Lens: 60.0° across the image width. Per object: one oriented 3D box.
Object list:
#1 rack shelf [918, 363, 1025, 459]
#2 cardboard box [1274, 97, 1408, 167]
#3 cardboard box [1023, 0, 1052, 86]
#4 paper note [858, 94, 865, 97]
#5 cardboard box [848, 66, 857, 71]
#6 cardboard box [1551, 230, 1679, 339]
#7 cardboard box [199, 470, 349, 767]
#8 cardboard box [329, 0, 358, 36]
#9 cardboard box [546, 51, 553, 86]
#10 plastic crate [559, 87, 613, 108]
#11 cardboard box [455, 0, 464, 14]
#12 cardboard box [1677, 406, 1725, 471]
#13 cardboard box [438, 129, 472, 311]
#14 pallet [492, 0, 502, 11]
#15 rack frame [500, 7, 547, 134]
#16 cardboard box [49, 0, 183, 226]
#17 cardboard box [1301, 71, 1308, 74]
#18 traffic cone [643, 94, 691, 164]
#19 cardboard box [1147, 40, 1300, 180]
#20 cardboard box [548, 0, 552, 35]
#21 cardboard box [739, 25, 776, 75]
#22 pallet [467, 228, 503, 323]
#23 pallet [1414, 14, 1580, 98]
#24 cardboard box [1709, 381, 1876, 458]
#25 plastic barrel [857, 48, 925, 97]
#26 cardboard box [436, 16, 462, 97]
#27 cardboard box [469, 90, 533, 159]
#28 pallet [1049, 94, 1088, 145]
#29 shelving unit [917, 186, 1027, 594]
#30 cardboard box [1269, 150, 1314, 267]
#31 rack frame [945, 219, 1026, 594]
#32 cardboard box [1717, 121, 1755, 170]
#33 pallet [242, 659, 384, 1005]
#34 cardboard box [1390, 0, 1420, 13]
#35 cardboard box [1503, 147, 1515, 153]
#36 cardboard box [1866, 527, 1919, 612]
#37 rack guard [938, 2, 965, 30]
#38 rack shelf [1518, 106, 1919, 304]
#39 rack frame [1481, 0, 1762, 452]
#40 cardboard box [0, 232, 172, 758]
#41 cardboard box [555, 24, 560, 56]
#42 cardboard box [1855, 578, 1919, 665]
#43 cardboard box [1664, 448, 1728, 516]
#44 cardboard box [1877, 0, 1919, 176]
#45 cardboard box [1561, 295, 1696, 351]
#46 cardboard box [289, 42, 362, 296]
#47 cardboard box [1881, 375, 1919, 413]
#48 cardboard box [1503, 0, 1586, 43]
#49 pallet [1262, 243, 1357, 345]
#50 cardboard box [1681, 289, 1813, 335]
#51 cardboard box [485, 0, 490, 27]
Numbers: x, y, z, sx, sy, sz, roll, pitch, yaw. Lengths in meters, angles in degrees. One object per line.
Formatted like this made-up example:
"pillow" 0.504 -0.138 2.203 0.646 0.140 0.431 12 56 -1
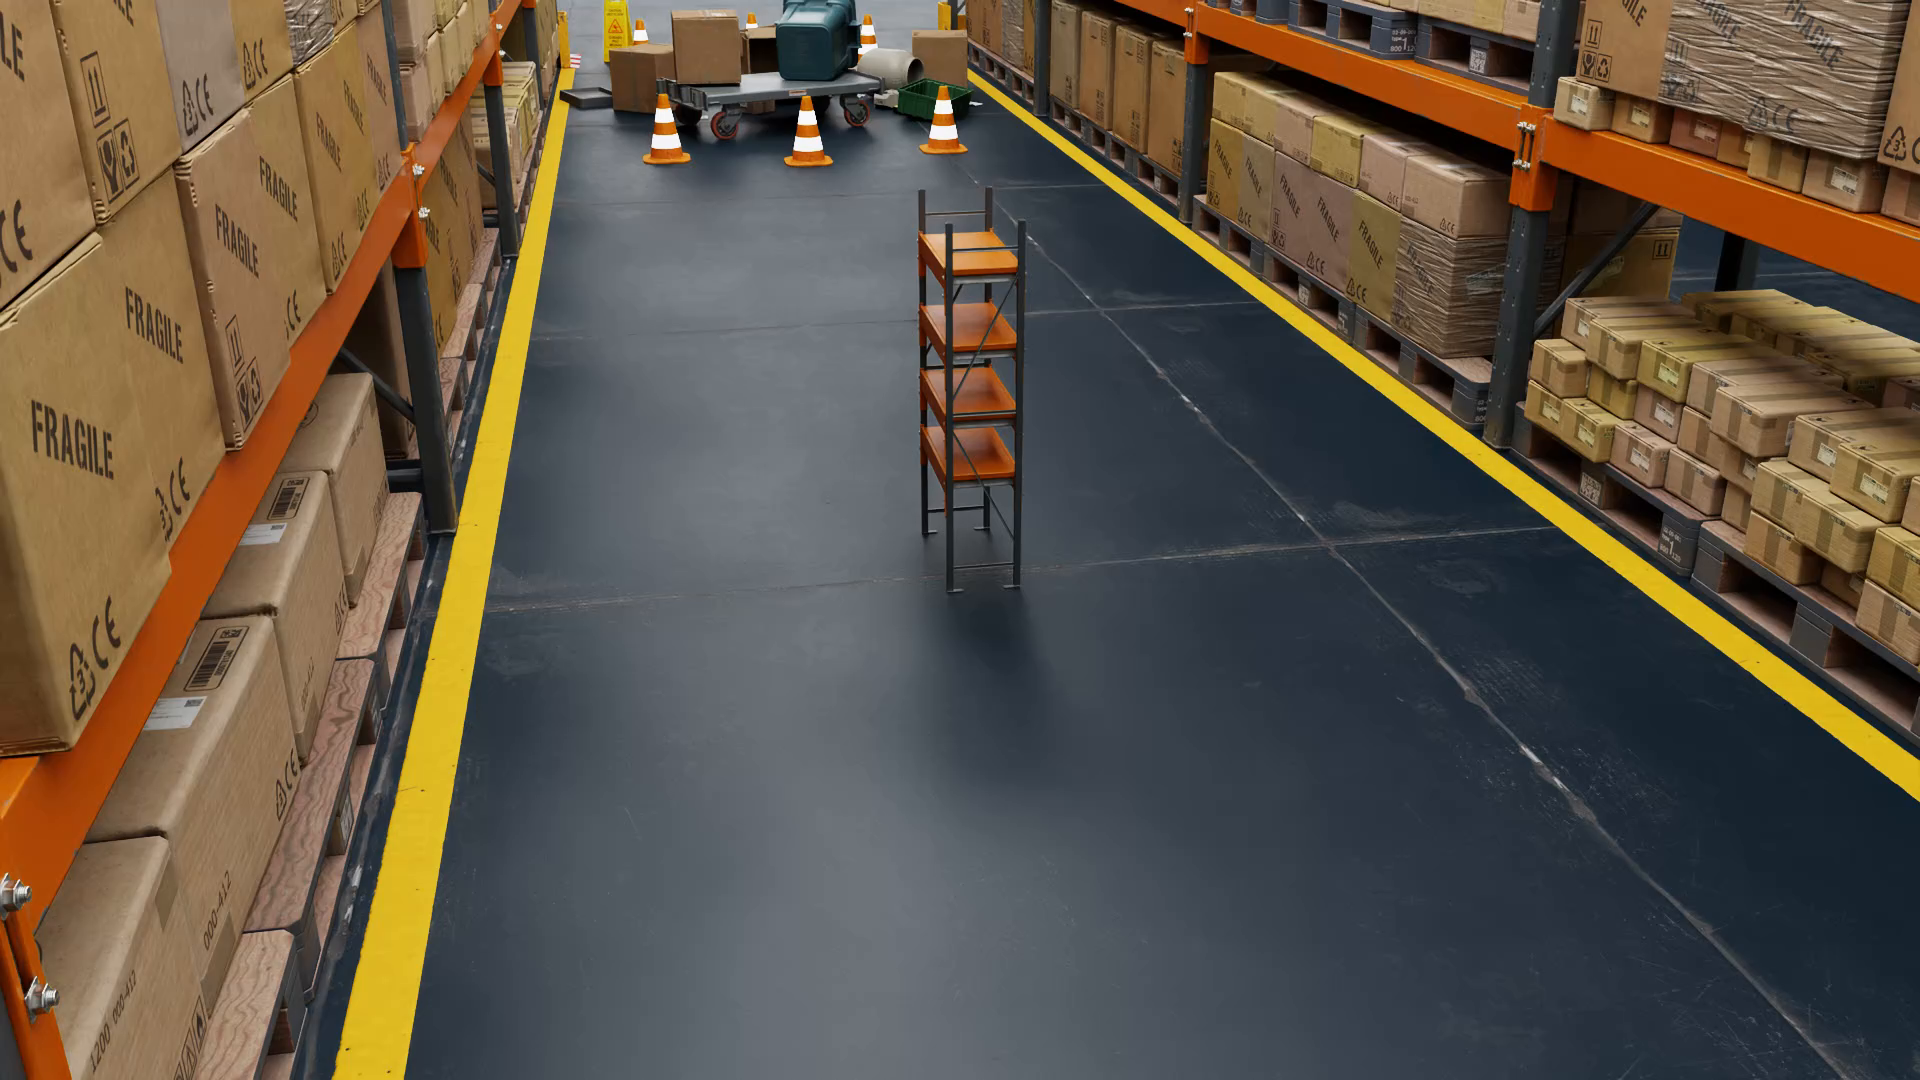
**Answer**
"rack shelf" 0.031 -0.423 5.388 0.258 0.148 0.480 -4 24 -10
"cardboard box" 1.913 -2.063 8.387 0.500 0.250 0.500 -4 24 -9
"cardboard box" 1.063 -4.401 14.209 0.875 0.875 0.875 -4 24 -9
"paper note" -0.939 -3.964 14.798 0.172 0.023 0.155 4 24 9
"cardboard box" -1.017 -4.217 15.073 0.396 0.266 0.258 0 24 -1
"cardboard box" 2.714 -1.140 7.211 0.500 0.500 0.500 -3 24 -8
"cardboard box" -2.079 0.212 4.194 0.875 0.438 0.875 -5 24 -11
"cardboard box" -1.811 -1.516 4.098 0.500 0.500 0.500 -5 24 -11
"cardboard box" -3.689 -3.917 13.882 0.500 0.250 0.500 -3 24 -7
"plastic crate" -3.219 -3.864 14.497 0.402 0.080 0.583 -13 27 -28
"cardboard box" -2.347 -2.333 6.908 0.500 0.250 0.500 -5 24 -11
"cardboard box" 2.605 -0.347 5.461 0.380 0.149 0.250 -6 24 -12
"cardboard box" -2.788 -1.540 7.658 0.875 0.875 0.875 -4 24 -9
"pallet" -3.232 -3.135 9.419 1.213 0.211 1.003 -4 24 -10
"rack frame" -3.735 -4.524 12.360 1.000 3.000 0.127 -4 24 -10
"cardboard box" -1.427 -0.720 2.277 0.500 0.500 0.500 -5 24 -11
"cardboard box" 2.235 -2.497 9.382 0.500 0.250 0.500 -5 24 -11
"traffic cone" -2.130 -2.977 11.988 0.336 0.463 0.334 -4 24 -10
"cardboard box" 1.826 -2.764 10.617 1.050 0.750 0.750 -5 24 -10
"cardboard box" -3.884 -4.673 14.676 0.500 0.500 0.500 -5 24 -11
"cardboard box" -1.662 -4.449 15.309 0.637 0.503 0.797 18 29 36
"pallet" -2.924 -1.357 8.593 1.003 0.211 1.213 -4 24 -10
"pallet" 2.592 -2.006 6.836 1.003 0.211 1.213 -4 24 -10
"cardboard box" 2.576 -0.375 5.155 0.380 0.149 0.250 -4 24 -9
"plastic barrel" -0.606 -4.082 14.567 0.512 0.421 0.421 13 27 27
"cardboard box" -2.254 -1.907 6.556 0.500 0.250 0.500 -4 24 -10
"cardboard box" -3.369 -2.750 11.057 0.950 0.372 0.625 -4 24 -8
"pallet" 1.328 -3.354 13.165 1.003 0.211 1.213 -4 24 -10
"shelving unit" 0.031 -0.485 5.361 0.258 1.200 0.503 -4 24 -10
"cardboard box" 1.927 -1.707 8.509 0.500 0.500 0.500 -5 24 -11
"rack frame" 0.076 -0.389 5.141 0.240 1.200 0.015 -4 24 -10
"cardboard box" 2.587 -1.228 5.127 0.380 0.149 0.250 -5 24 -12
"pallet" -1.963 0.687 3.914 1.003 0.211 1.213 -4 24 -10
"cardboard box" 2.126 -2.410 7.309 0.380 0.149 0.250 -5 24 -12
"cardboard box" 2.612 -1.693 7.540 0.500 0.250 0.500 -4 24 -8
"cardboard box" 2.716 0.072 4.502 0.380 0.149 0.250 -3 24 -7
"rack guard" 0.367 -5.367 17.414 1.175 0.500 0.348 -4 24 -10
"rack shelf" 2.960 -0.667 4.427 1.077 0.370 4.000 -4 24 -10
"rack frame" 2.590 -1.783 6.085 1.000 3.000 0.127 -4 24 -10
"cardboard box" -1.323 -0.059 2.013 0.500 0.500 0.500 -4 24 -10
"cardboard box" -4.056 -4.722 15.724 0.500 0.250 0.500 -4 24 -10
"cardboard box" 2.718 0.208 4.563 0.380 0.149 0.250 -4 24 -9
"cardboard box" 2.584 -0.207 5.514 0.380 0.149 0.250 -5 24 -11
"cardboard box" 2.718 -1.148 4.134 0.500 0.500 0.500 -3 24 -7
"cardboard box" 2.450 -0.791 6.107 0.380 0.149 0.250 -3 24 -8
"cardboard box" -1.711 -0.861 3.848 0.500 0.500 0.500 -5 24 -11
"cardboard box" 3.163 -0.418 5.254 0.380 0.149 0.250 -5 24 -12
"cardboard box" 2.322 -2.002 6.375 0.380 0.149 0.250 -5 24 -11
"pallet" 2.216 -1.292 8.445 1.003 0.211 1.213 -4 24 -10
"cardboard box" 2.912 -0.821 6.176 0.380 0.149 0.250 -4 24 -8
"cardboard box" -2.647 -2.702 8.376 0.500 0.250 0.500 -5 24 -12
